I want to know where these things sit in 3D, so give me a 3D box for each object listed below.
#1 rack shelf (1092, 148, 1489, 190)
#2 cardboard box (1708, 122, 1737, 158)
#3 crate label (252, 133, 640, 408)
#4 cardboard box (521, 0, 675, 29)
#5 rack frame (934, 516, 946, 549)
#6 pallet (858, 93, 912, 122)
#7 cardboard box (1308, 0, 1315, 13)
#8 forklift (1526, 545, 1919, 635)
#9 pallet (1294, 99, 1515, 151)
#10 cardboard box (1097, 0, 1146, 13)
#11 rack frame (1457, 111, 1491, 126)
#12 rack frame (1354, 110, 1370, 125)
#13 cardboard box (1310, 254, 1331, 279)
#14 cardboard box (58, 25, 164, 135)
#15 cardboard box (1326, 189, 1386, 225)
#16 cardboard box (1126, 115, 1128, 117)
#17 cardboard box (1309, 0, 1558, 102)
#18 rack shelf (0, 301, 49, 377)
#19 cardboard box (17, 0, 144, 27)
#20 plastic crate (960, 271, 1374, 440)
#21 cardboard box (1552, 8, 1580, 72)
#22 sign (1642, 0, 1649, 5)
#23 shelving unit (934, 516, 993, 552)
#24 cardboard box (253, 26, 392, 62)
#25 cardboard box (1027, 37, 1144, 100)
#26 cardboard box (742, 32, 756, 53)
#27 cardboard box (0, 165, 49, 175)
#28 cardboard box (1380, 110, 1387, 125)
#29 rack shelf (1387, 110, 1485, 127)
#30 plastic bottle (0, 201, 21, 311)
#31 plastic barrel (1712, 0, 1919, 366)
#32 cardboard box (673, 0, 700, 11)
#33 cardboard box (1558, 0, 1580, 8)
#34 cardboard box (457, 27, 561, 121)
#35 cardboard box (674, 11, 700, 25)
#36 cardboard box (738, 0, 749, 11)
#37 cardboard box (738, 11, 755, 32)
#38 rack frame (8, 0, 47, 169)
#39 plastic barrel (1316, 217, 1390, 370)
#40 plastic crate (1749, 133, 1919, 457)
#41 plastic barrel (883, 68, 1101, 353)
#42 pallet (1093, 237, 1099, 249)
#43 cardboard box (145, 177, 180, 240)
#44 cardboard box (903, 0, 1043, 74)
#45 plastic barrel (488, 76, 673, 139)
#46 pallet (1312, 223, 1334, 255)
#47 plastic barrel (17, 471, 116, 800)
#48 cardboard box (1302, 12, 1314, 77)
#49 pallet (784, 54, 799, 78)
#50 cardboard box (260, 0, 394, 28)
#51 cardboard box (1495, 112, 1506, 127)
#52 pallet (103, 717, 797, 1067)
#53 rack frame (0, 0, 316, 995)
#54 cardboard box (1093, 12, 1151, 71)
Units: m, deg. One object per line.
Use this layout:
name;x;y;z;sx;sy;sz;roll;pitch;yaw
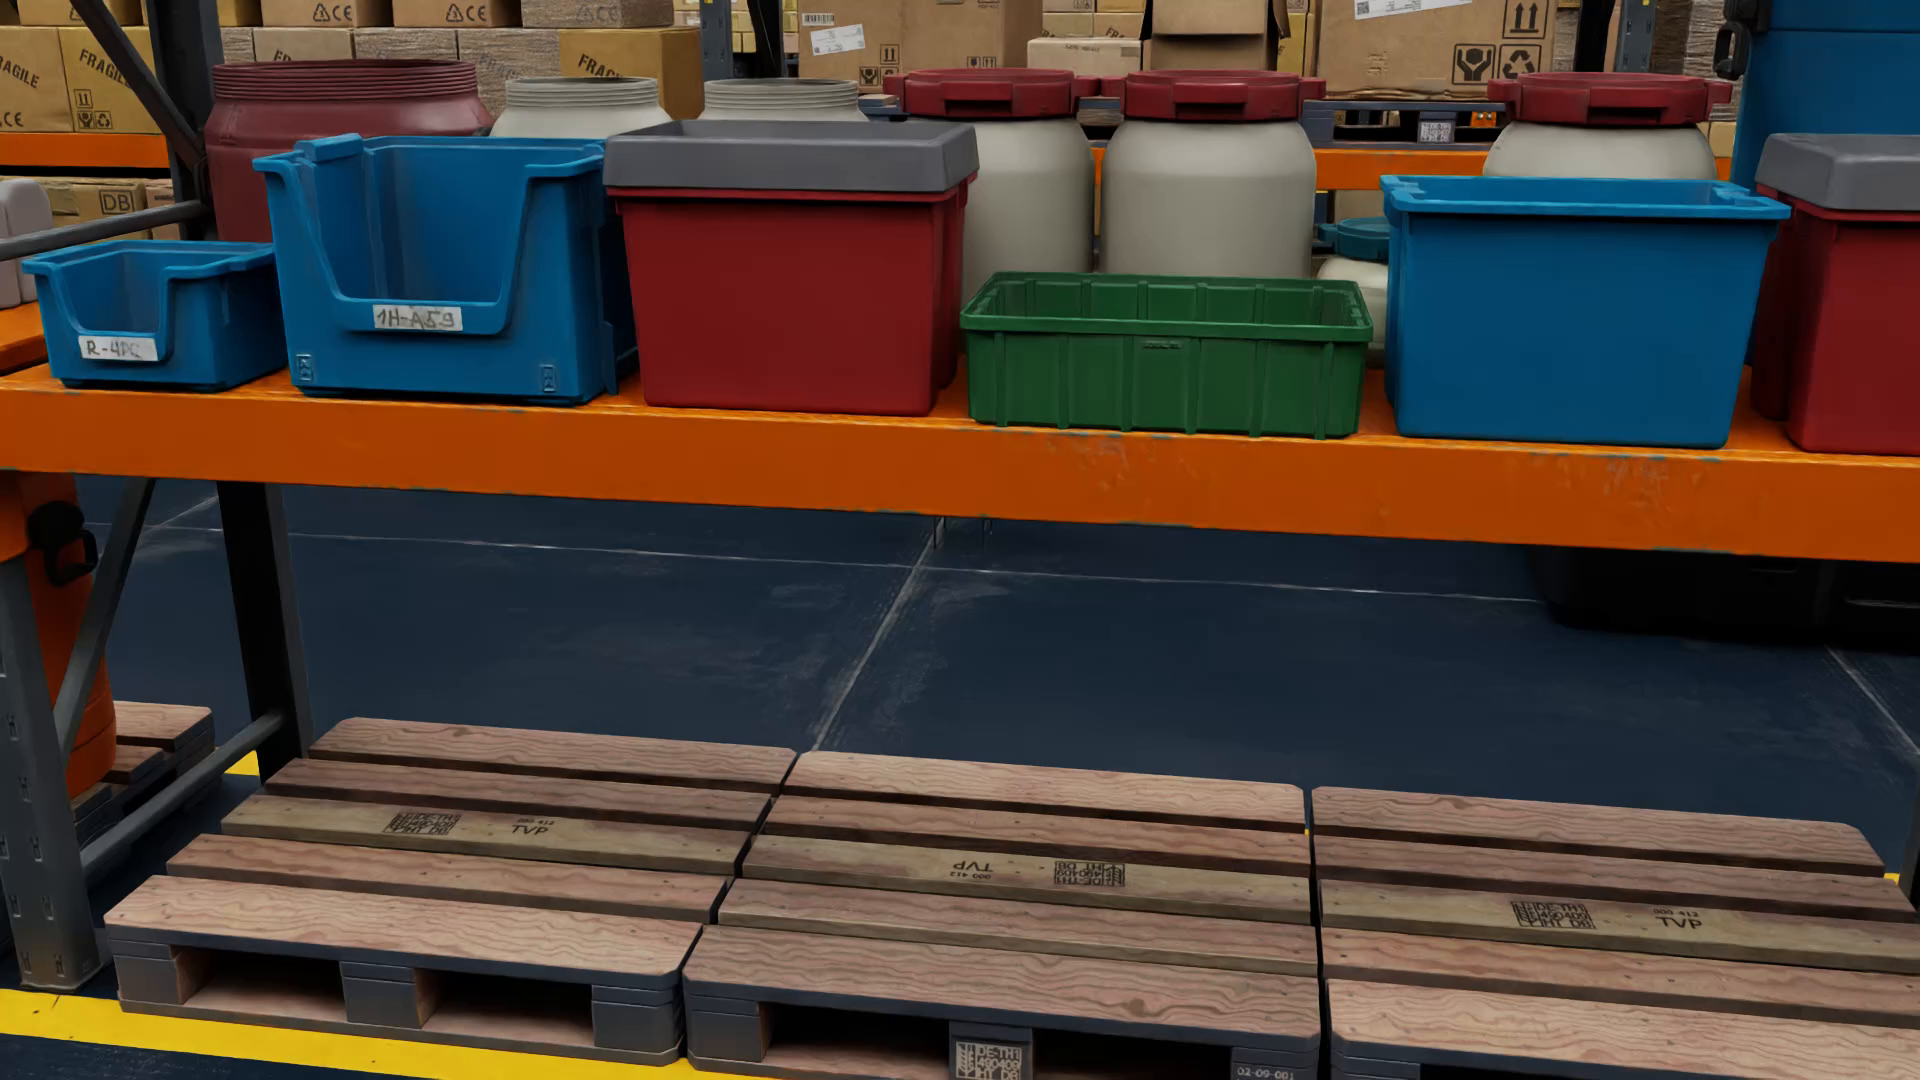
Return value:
rack shelf;0.934;-1.743;7.919;4.000;0.370;1.077;3;19;9
cardboard box;3.318;-1.743;7.180;0.250;0.149;0.380;3;19;9
crate label;-0.888;-0.515;3.060;0.616;0.435;0.502;3;19;9
cardboard box;-1.760;-2.750;8.056;0.637;0.503;0.797;4;19;11
rack frame;-0.076;-0.573;6.124;0.006;1.200;0.240;3;19;9
pallet;-0.320;-2.092;8.129;1.003;0.211;1.213;3;19;9
cardboard box;2.796;-4.102;12.103;0.500;0.500;0.700;3;19;8
forklift;3.510;-1.172;5.185;3.031;2.935;1.130;4;19;11
pallet;2.177;-1.977;7.786;1.213;0.211;1.003;3;19;9
cardboard box;1.294;-4.179;12.334;0.500;0.500;0.700;3;19;8
rack frame;3.796;-3.532;12.133;0.127;3.000;1.000;3;19;9
rack frame;5.265;-6.644;21.431;0.127;3.000;1.000;3;19;9
cardboard box;1.838;-1.074;8.033;0.500;0.500;0.700;3;19;8
cardboard box;-4.079;-2.307;8.314;0.500;0.500;0.500;3;19;9
cardboard box;3.168;-2.668;12.433;0.750;0.750;1.050;3;19;8
cardboard box;2.575;-5.852;22.146;0.625;0.625;0.875;4;19;10
cardboard box;2.147;-2.551;7.593;1.000;1.000;1.000;3;19;9
rack shelf;-3.801;-0.393;3.883;4.000;0.370;1.077;3;19;9
cardboard box;-4.358;-2.880;8.444;0.637;0.503;0.797;2;19;7
plastic crate;0.359;-0.331;2.898;0.662;0.188;0.450;3;19;9
cardboard box;4.162;-3.589;12.065;0.550;0.550;0.875;3;19;9
sign;2.825;-2.359;6.800;0.005;0.325;0.100;3;19;9
shelving unit;0.014;-0.568;6.111;0.189;1.200;0.258;3;19;9
cardboard box;-3.074;-2.258;8.165;0.500;0.500;0.500;3;19;10
cardboard box;0.578;-2.157;7.596;0.500;0.250;0.500;2;19;7
cardboard box;-1.458;-3.734;12.470;0.250;0.149;0.380;3;19;8
cardboard box;-5.629;-1.636;9.152;0.875;0.875;0.875;3;19;9
cardboard box;5.690;-5.411;21.418;0.500;0.250;0.500;3;19;9
rack shelf;1.821;-3.292;12.548;4.000;0.370;1.077;3;19;9
plastic bottle;-2.226;-0.650;3.713;0.135;0.276;0.152;3;19;9
plastic barrel;1.790;-0.784;3.129;0.708;0.901;0.600;3;19;9
cardboard box;-1.987;-4.043;12.455;0.250;0.149;0.380;4;19;11
cardboard box;4.154;-4.086;11.850;0.550;0.550;0.875;3;19;9
cardboard box;-2.058;-2.207;8.013;0.500;0.500;0.500;3;19;8
cardboard box;-1.988;-3.901;12.501;0.250;0.149;0.380;3;19;10
cardboard box;-1.481;-4.016;12.374;0.250;0.149;0.380;3;19;10
cardboard box;-1.485;-3.875;12.423;0.250;0.149;0.380;3;19;9
rack frame;-4.990;-2.386;8.708;0.127;3.000;1.000;3;19;9
plastic barrel;0.841;-0.481;3.231;0.301;0.262;0.301;0;18;0
plastic crate;1.597;-0.391;2.643;0.583;0.464;0.402;3;19;9
plastic barrel;0.062;-0.672;3.370;0.433;0.535;0.433;0;18;0
pallet;0.613;-2.348;12.988;1.213;0.211;1.003;3;19;9
cardboard box;-3.472;-1.507;8.767;0.875;0.875;1.225;2;19;7
cardboard box;0.066;-2.420;7.989;0.500;0.500;0.700;6;19;17
plastic barrel;-0.776;-0.701;3.496;0.421;0.512;0.421;0;18;0
pallet;3.022;-2.225;12.621;1.213;0.211;1.003;3;19;9
plastic barrel;-2.312;0.177;3.804;0.708;0.830;0.600;3;19;9
cardboard box;2.739;-3.548;12.022;0.500;0.500;0.500;3;19;8
pallet;-0.874;-3.645;12.773;1.003;0.211;1.213;3;19;9
cardboard box;-3.066;-2.815;8.251;0.637;0.503;0.797;4;19;10
cardboard box;4.405;-2.670;12.244;0.875;0.875;0.875;3;19;9
pallet;-1.067;0.740;3.758;1.213;0.211;1.003;3;19;9
rack frame;-1.826;-0.633;3.468;0.127;3.000;1.000;3;19;9
cardboard box;1.247;-3.624;12.249;0.500;0.500;0.500;3;19;9
